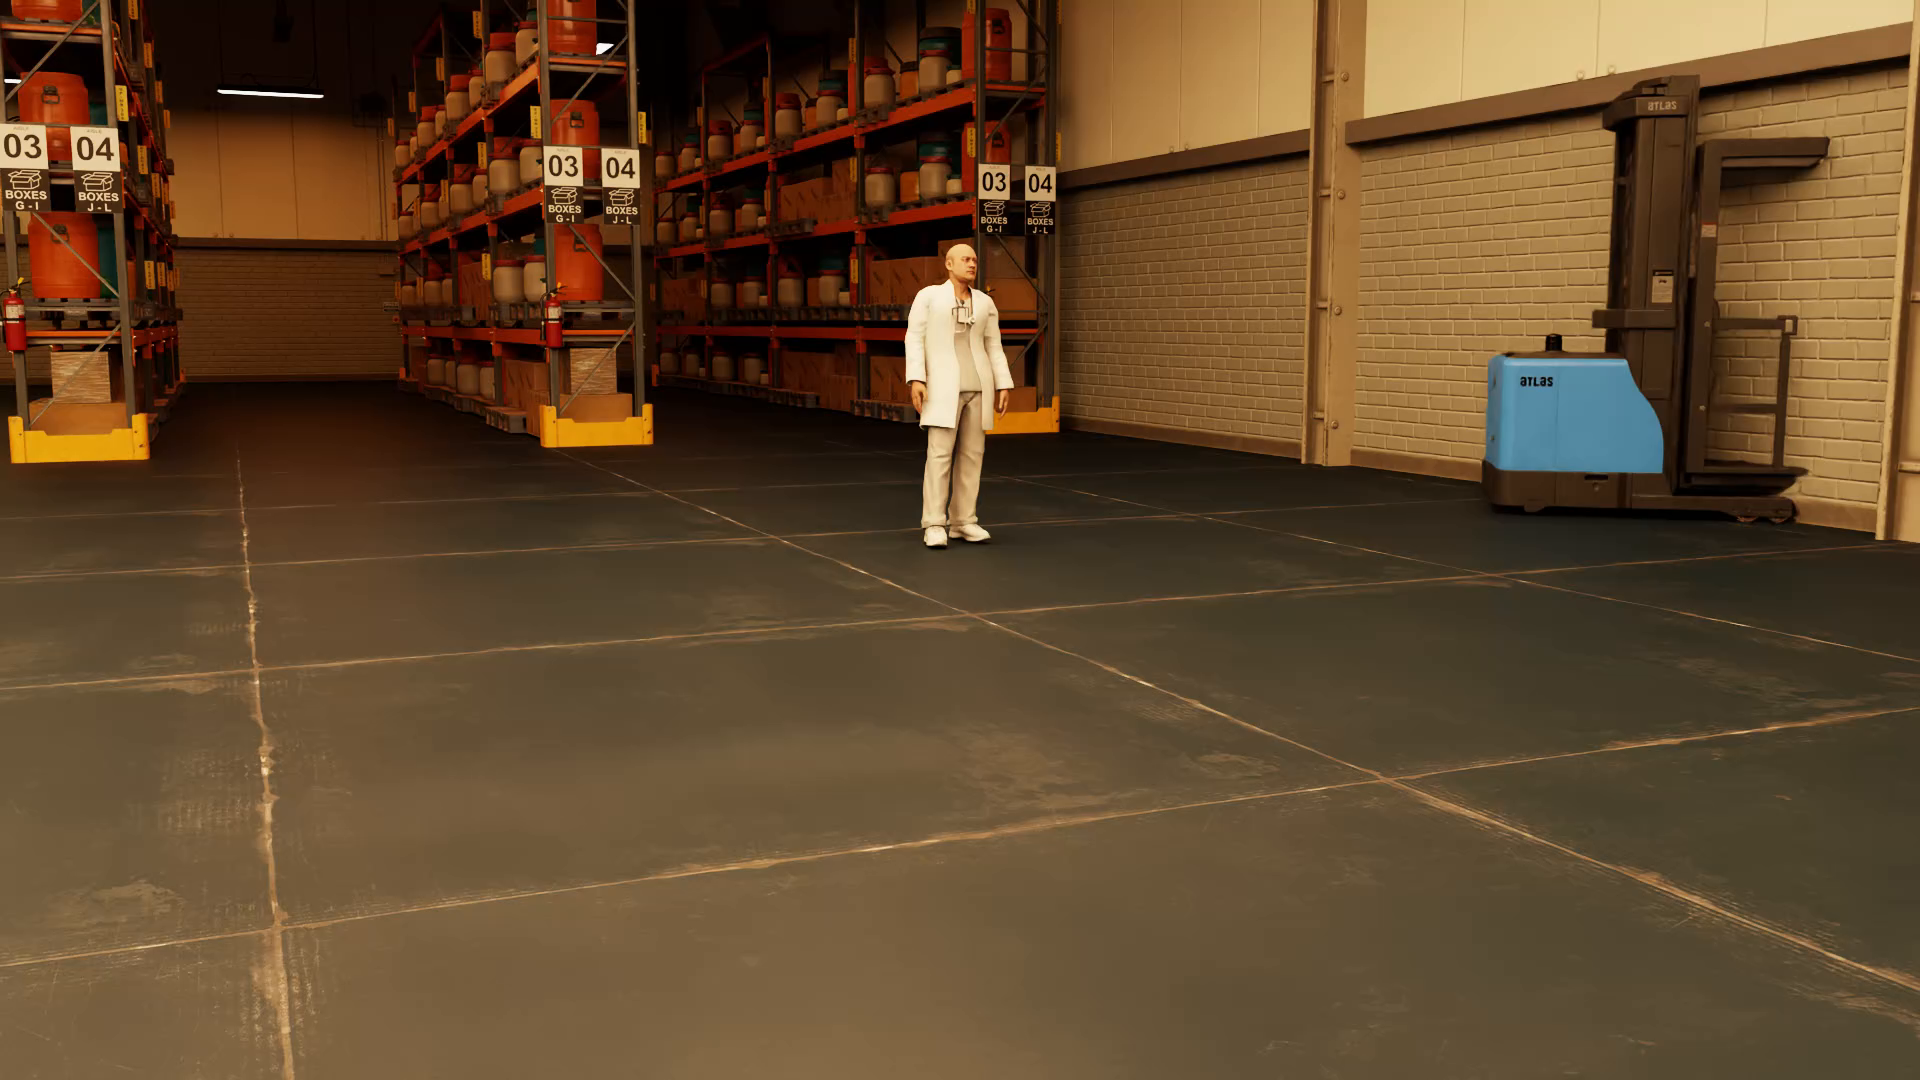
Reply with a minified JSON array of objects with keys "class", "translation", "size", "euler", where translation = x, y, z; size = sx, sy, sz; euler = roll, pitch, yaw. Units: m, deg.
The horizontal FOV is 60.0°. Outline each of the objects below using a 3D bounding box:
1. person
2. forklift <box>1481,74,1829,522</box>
[{"class":"person","translation":[0.032,-0.878,9.953],"size":[0.696,1.776,0.581],"euler":[-3,8,-23]},{"class":"forklift","translation":[5.262,-1.645,11.421],"size":[3.031,2.935,1.130],"euler":[2,8,11]}]
